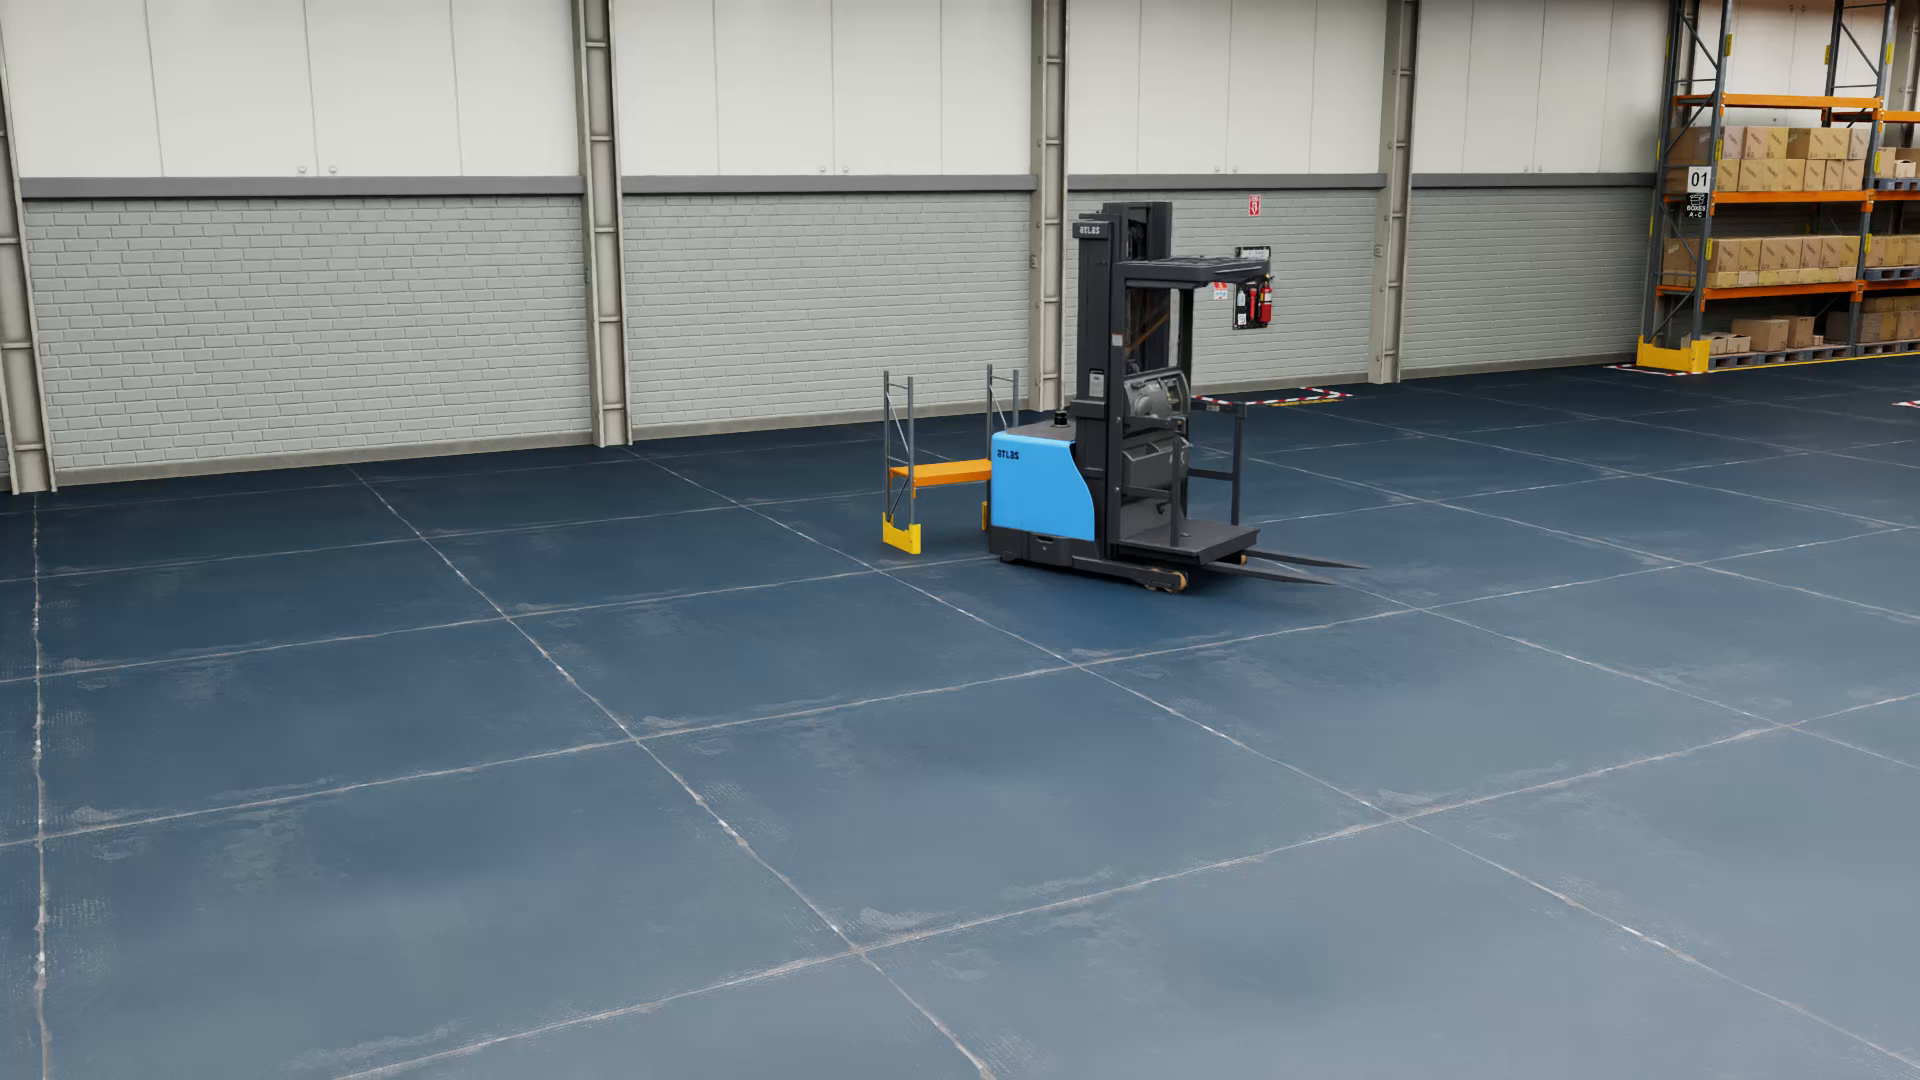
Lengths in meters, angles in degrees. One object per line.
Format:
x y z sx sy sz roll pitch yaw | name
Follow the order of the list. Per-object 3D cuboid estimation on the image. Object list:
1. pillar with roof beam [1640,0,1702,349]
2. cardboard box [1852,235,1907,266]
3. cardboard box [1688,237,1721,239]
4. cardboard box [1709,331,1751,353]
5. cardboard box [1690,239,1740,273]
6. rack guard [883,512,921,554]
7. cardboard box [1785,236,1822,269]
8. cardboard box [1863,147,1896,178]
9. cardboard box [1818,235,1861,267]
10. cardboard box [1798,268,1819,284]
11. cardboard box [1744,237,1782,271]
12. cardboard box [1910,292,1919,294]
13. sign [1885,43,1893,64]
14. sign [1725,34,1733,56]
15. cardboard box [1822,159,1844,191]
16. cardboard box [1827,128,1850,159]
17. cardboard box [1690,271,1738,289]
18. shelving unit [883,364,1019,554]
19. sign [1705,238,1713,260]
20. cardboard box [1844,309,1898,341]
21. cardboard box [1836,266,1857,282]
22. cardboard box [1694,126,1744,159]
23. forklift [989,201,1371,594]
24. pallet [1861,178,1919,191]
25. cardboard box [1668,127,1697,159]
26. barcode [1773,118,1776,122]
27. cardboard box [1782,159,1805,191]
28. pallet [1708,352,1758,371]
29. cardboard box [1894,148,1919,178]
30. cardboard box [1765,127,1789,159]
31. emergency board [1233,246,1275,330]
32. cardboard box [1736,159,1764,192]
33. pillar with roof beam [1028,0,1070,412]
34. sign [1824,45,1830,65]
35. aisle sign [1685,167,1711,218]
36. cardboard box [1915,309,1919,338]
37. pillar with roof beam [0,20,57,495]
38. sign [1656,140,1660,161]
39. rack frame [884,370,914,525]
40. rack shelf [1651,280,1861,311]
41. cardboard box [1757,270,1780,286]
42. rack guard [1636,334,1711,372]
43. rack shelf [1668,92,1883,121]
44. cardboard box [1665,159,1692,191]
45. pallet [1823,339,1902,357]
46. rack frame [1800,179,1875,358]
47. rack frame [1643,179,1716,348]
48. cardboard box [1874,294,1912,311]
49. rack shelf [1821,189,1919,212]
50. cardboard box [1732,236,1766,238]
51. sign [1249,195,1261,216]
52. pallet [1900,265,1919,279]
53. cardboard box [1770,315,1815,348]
13.758 -6.588 23.387 0.400 9.000 9.100 -7 14 -28 | pillar with roof beam
15.963 -5.039 28.938 0.500 0.500 0.700 -5 14 -22 | cardboard box
12.254 -4.694 27.225 0.500 0.500 0.500 -7 14 -27 | cardboard box
12.646 -3.269 27.424 0.500 0.311 0.500 -6 14 -23 | cardboard box
12.058 -4.545 26.562 0.500 0.500 0.500 -7 14 -28 | cardboard box
-0.504 -0.062 14.313 0.087 0.250 0.587 -7 14 -28 | rack guard
13.857 -4.760 27.516 0.500 0.500 0.500 -7 15 -29 | cardboard box
15.524 -6.430 28.334 0.500 0.500 0.500 -5 13 -20 | cardboard box
14.739 -4.864 27.980 0.500 0.500 0.500 -7 14 -28 | cardboard box
13.860 -4.393 27.593 0.500 0.250 0.500 -7 14 -28 | cardboard box
12.953 -4.648 27.020 0.500 0.500 0.500 -7 15 -30 | cardboard box
17.380 -4.319 29.953 0.500 0.250 0.500 -7 14 -27 | cardboard box
15.250 -7.986 27.291 0.005 0.325 0.100 -7 14 -28 | sign
11.755 -7.567 25.429 0.005 0.325 0.100 -7 14 -28 | sign
14.231 -6.042 27.518 0.500 0.500 0.500 -8 15 -33 | cardboard box
14.218 -6.516 27.348 0.500 0.500 0.500 -6 14 -25 | cardboard box
12.076 -4.177 26.634 0.500 0.250 0.500 -7 15 -29 | cardboard box
-0.067 -0.724 14.409 1.083 1.500 0.587 -7 14 -28 | shelving unit
11.755 -4.568 26.104 0.005 0.325 0.100 -7 14 -28 | sign
16.074 -3.811 29.403 0.500 0.500 0.700 -7 15 -29 | cardboard box
14.736 -4.500 28.067 0.500 0.250 0.500 -7 14 -28 | cardboard box
11.950 -6.254 26.184 0.500 0.500 0.500 -8 15 -32 | cardboard box
1.727 -1.150 13.043 3.031 2.935 1.130 9 16 36 | forklift
15.599 -6.087 28.422 1.003 0.211 1.213 -7 14 -28 | pallet
11.748 -6.356 26.637 0.500 0.500 0.500 -6 14 -25 | cardboard box
13.580 -6.998 27.714 0.075 0.075 0.001 -7 14 -28 | barcode
13.311 -5.925 26.999 0.500 0.500 0.500 -6 14 -24 | cardboard box
12.292 -2.977 27.355 1.213 0.211 1.003 -7 14 -28 | pallet
16.607 -6.560 28.911 0.500 0.500 0.500 -7 15 -30 | cardboard box
12.859 -6.353 26.624 0.500 0.500 0.500 -6 14 -26 | cardboard box
4.241 -3.607 23.805 0.643 1.169 0.194 -7 14 -28 | emergency board
12.397 -5.809 26.484 0.500 0.500 0.500 -6 14 -24 | cardboard box
3.225 -5.326 17.777 0.400 9.000 9.100 -7 14 -28 | pillar with roof beam
14.735 -8.237 28.228 0.005 0.325 0.100 -7 14 -28 | sign
11.576 -5.453 26.088 0.004 0.787 0.394 -7 14 -28 | aisle sign
16.980 -3.912 29.851 0.500 0.500 0.700 -7 14 -28 | cardboard box
-7.308 -4.063 12.168 0.400 9.000 9.100 -7 14 -28 | pillar with roof beam
11.247 -6.255 26.722 0.005 0.325 0.100 -7 14 -28 | sign
-0.521 -0.669 14.167 0.032 1.500 0.500 -7 14 -28 | rack frame
13.251 -4.110 27.678 4.000 0.370 1.077 -7 14 -28 | rack shelf
12.975 -4.287 27.122 0.500 0.250 0.500 -7 15 -29 | cardboard box
11.562 -3.039 26.974 0.348 0.500 1.175 -7 14 -28 | rack guard
13.251 -7.035 27.020 4.000 0.370 1.077 -7 14 -28 | rack shelf
11.740 -5.865 26.733 0.500 0.500 0.500 -6 14 -24 | cardboard box
15.689 -3.393 29.205 1.213 0.211 1.003 -7 14 -28 | pallet
15.006 -4.671 28.534 0.127 3.000 1.000 -7 14 -28 | rack frame
11.495 -4.250 26.664 0.127 3.000 1.000 -7 14 -28 | rack frame
16.484 -4.215 29.491 0.500 0.250 0.500 -7 15 -29 | cardboard box
16.762 -5.994 29.218 4.000 0.370 1.077 -7 14 -28 | rack shelf
13.147 -4.803 27.706 0.500 0.500 0.500 -7 14 -27 | cardboard box
4.187 -4.756 23.632 0.199 0.298 0.001 -7 14 -28 | sign
16.799 -4.782 29.464 1.213 0.211 1.003 -7 14 -28 | pallet
14.114 -3.549 28.241 0.500 0.500 0.500 -8 15 -32 | cardboard box
